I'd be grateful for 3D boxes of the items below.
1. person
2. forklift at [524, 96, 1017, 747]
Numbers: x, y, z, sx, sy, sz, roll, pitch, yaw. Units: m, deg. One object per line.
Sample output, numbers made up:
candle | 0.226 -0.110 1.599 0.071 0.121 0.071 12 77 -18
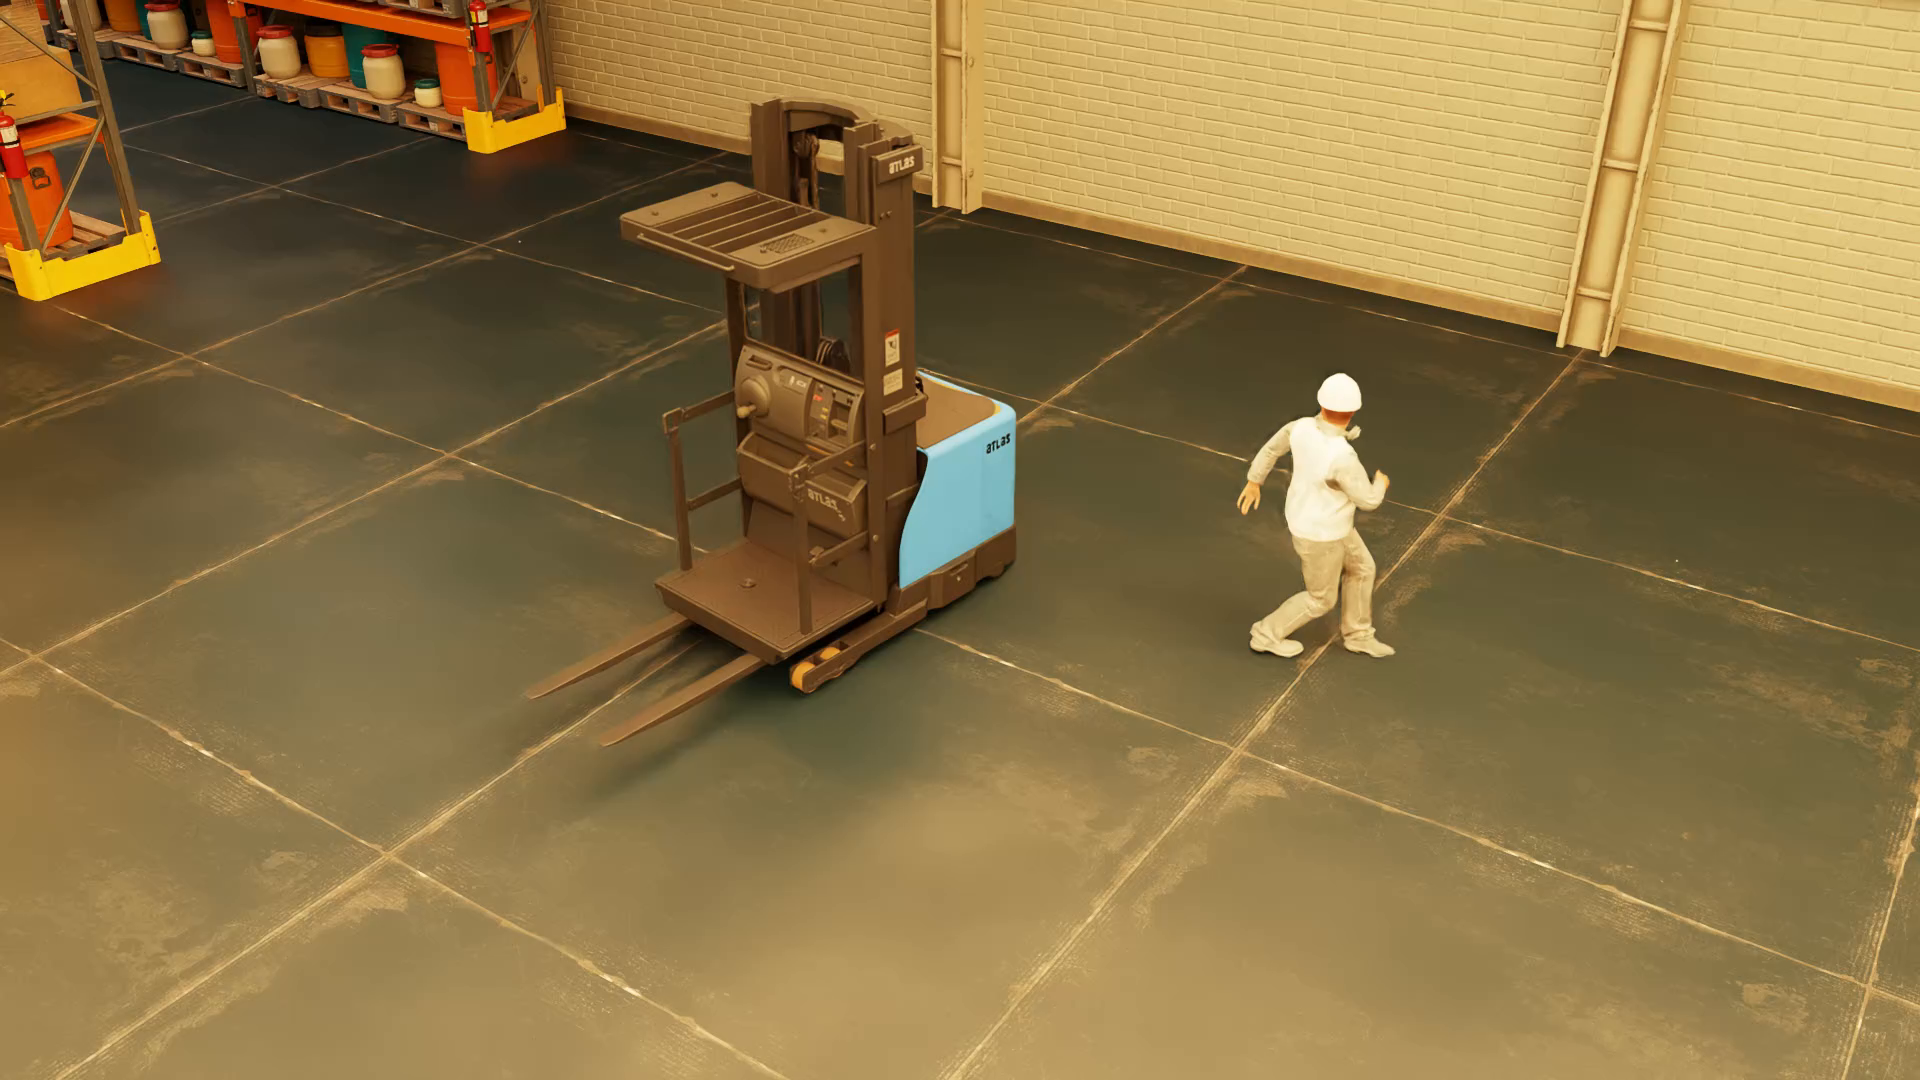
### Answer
person | 1.992 -0.100 9.013 0.939 1.722 0.556 1 30 2
forklift | -1.015 -0.723 8.826 1.130 2.935 3.031 24 38 35
